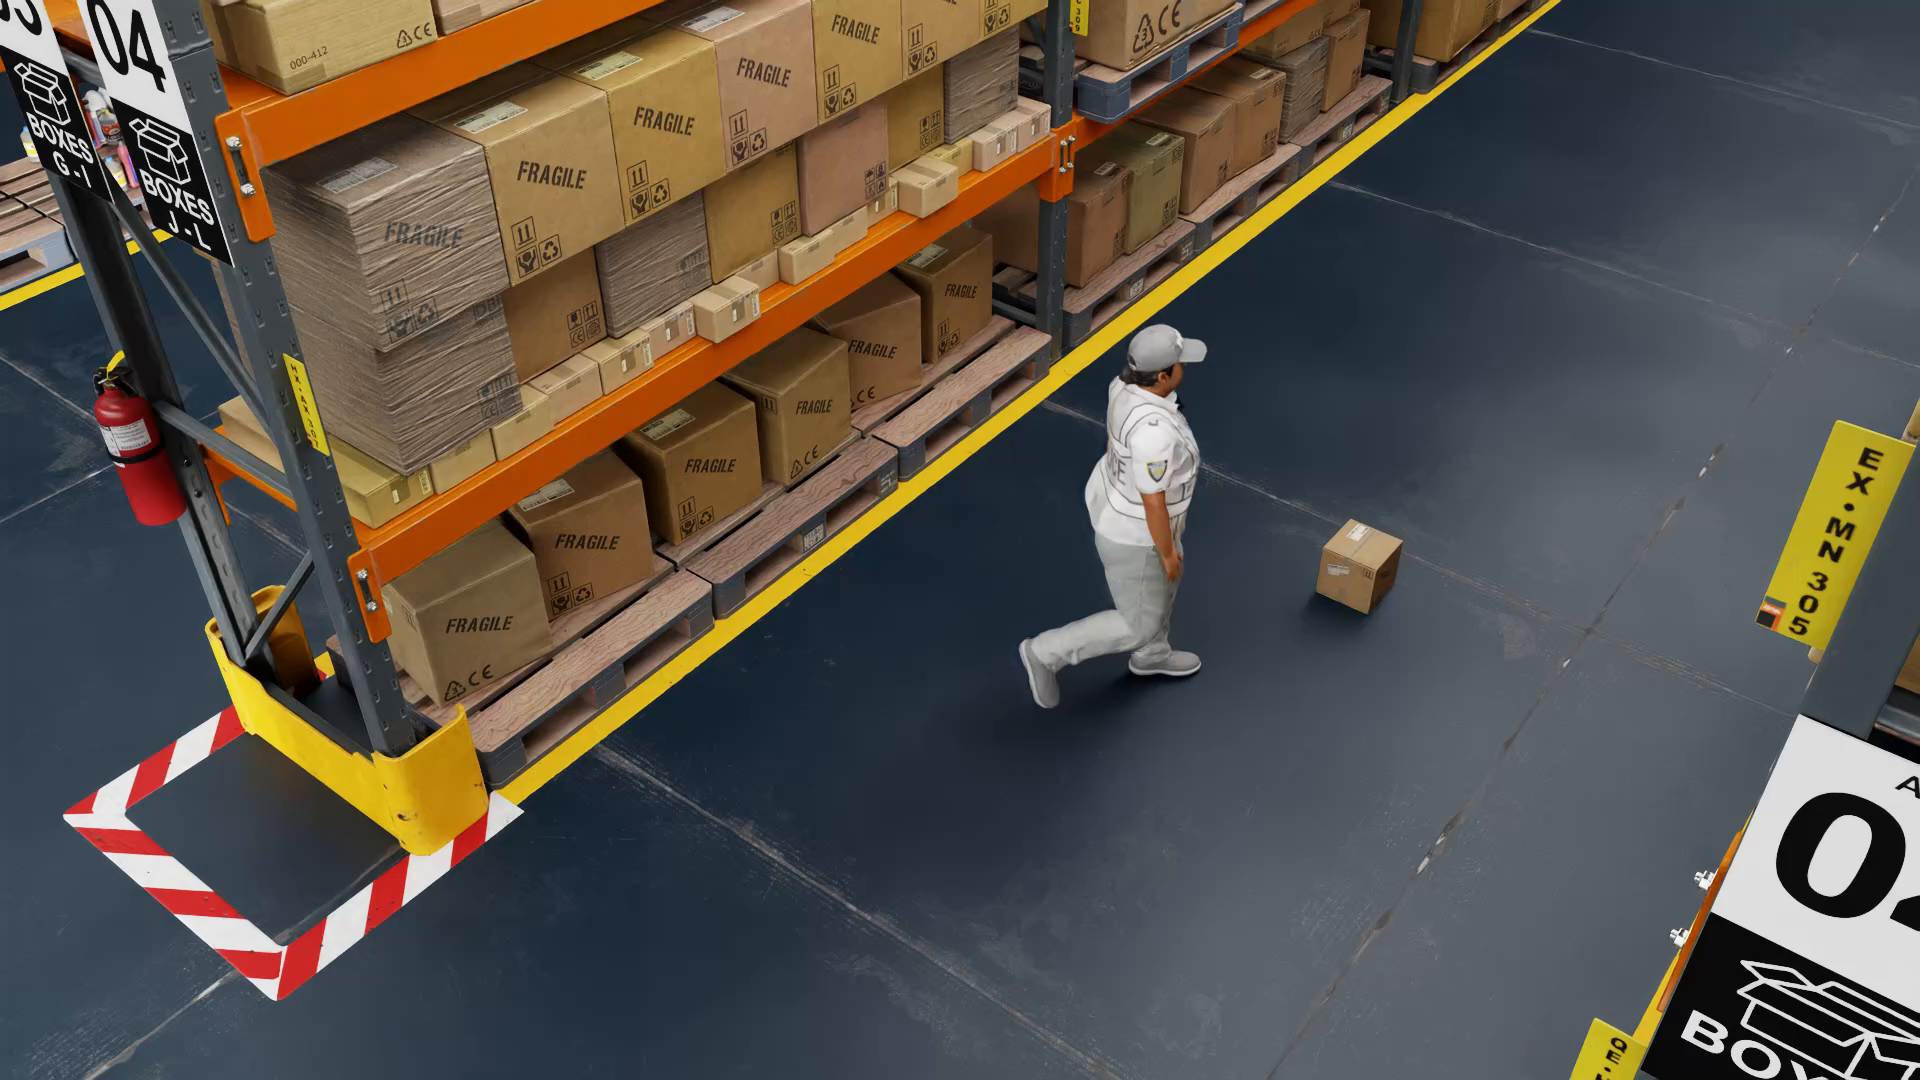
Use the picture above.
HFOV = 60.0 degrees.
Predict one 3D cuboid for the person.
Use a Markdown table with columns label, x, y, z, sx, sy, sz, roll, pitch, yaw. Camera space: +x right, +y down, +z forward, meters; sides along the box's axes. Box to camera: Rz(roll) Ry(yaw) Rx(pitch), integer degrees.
| label | x | y | z | sx | sy | sz | roll | pitch | yaw |
| --- | --- | --- | --- | --- | --- | --- | --- | --- | --- |
| person | 0.605 | -0.069 | 6.245 | 0.769 | 1.628 | 0.499 | -3 | 39 | -3 |
